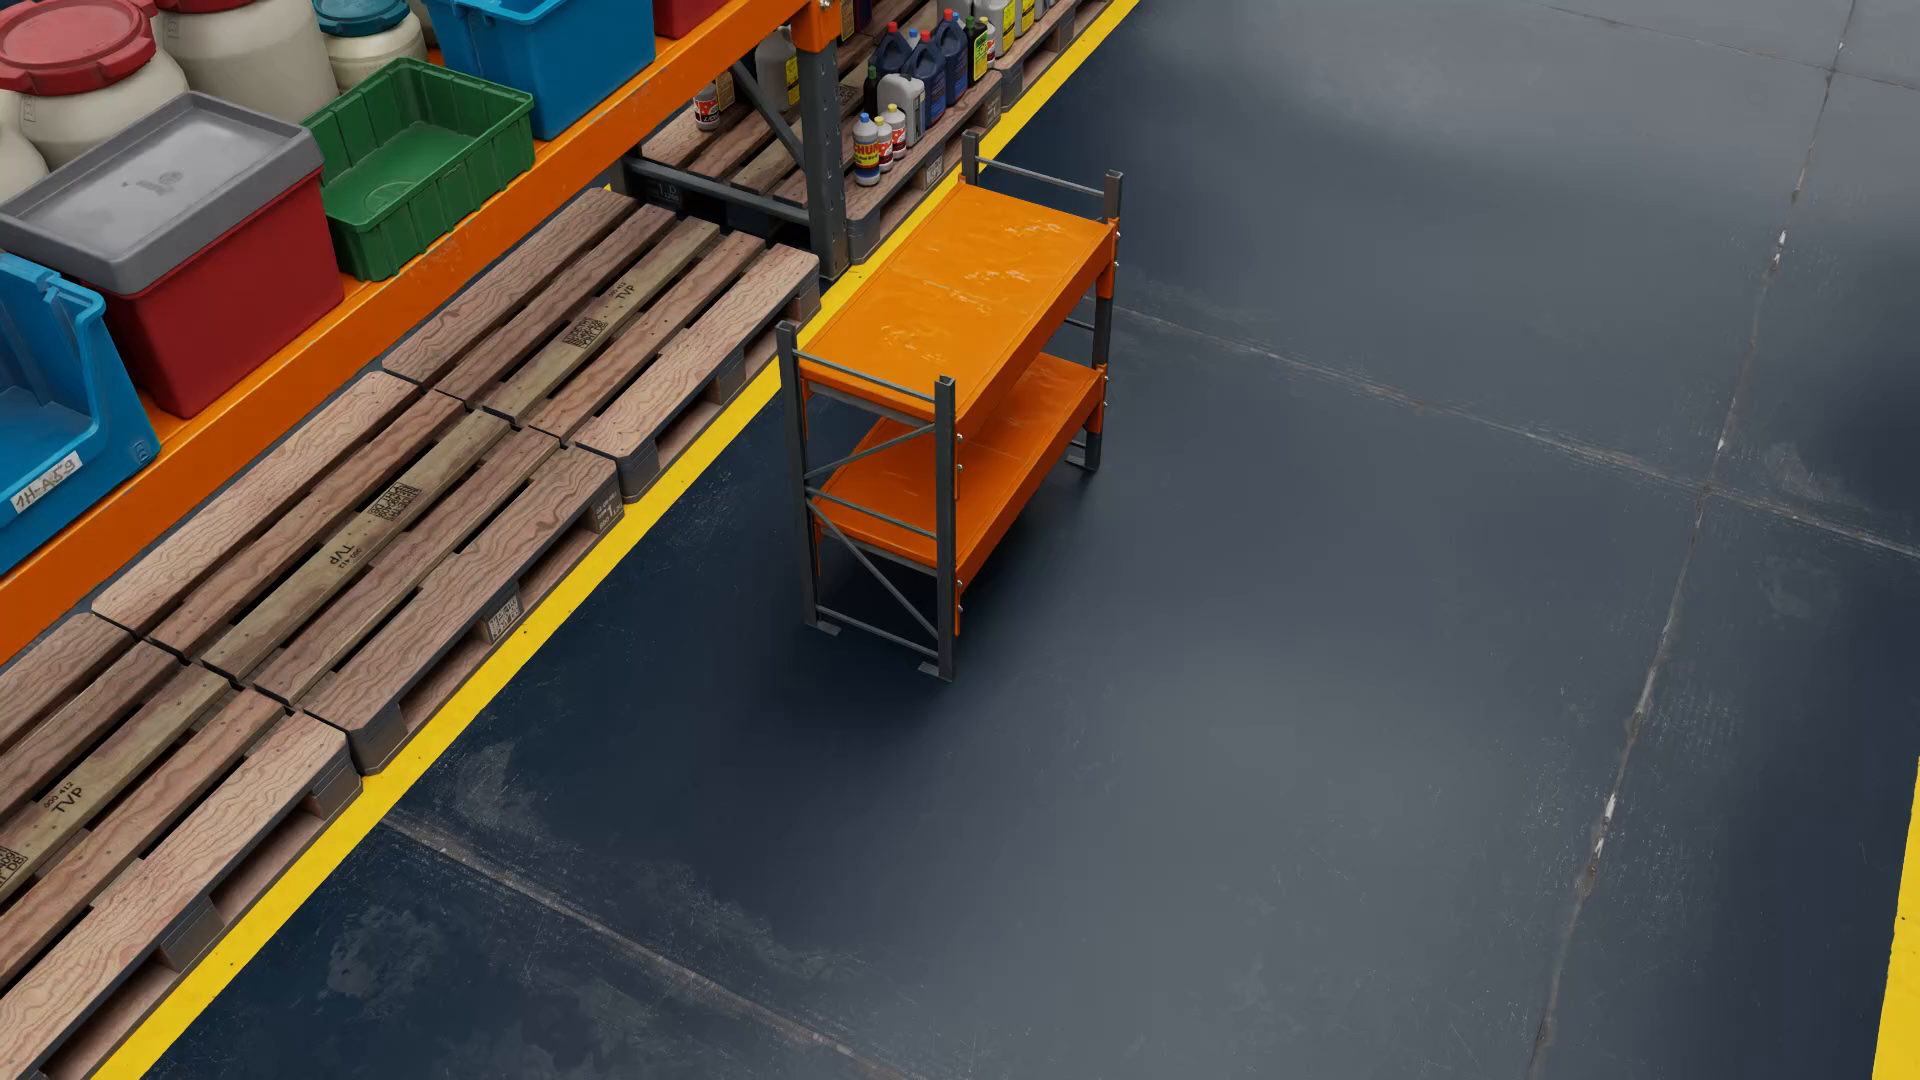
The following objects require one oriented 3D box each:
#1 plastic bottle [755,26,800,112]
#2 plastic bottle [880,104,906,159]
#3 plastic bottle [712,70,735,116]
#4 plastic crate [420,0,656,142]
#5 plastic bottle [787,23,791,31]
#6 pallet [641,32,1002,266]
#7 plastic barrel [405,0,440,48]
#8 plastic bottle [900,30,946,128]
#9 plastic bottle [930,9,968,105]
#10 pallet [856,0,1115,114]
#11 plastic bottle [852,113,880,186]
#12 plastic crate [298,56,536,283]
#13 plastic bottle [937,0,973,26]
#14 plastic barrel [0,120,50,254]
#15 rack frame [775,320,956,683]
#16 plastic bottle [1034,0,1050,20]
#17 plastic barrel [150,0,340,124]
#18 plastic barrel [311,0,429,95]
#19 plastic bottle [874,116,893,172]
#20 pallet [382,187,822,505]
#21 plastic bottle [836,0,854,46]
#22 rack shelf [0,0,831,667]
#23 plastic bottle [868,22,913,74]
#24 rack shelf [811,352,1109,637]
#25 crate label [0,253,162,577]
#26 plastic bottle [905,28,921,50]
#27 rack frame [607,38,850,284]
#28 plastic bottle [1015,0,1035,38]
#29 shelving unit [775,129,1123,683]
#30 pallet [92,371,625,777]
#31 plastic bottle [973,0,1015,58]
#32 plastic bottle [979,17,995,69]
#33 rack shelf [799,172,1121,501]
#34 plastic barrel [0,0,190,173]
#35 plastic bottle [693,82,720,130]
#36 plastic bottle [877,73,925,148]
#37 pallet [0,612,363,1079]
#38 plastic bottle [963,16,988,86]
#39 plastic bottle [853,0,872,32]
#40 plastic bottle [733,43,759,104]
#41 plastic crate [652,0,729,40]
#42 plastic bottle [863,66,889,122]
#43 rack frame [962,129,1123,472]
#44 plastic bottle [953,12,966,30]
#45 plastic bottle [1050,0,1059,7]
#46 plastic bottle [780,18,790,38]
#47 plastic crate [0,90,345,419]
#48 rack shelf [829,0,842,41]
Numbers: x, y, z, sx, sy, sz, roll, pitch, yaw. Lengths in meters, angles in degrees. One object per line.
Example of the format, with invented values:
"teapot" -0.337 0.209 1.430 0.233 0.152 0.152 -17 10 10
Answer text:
"plastic bottle" -0.715 -1.889 6.561 0.144 0.351 0.185 20 49 19
"plastic bottle" -0.256 -1.567 6.348 0.097 0.201 0.097 0 45 0
"plastic bottle" -0.955 -1.824 6.544 0.061 0.283 0.133 23 50 21
"plastic crate" -1.123 -1.408 4.544 0.392 0.384 0.575 20 49 19
"plastic bottle" -0.611 -1.998 6.721 0.152 0.276 0.135 20 49 19
"pallet" -0.537 -1.641 6.723 1.003 0.211 1.213 20 49 19
"plastic barrel" -1.525 -1.729 4.754 0.433 0.535 0.433 0 45 0
"plastic bottle" -0.144 -1.807 6.480 0.144 0.351 0.185 22 49 20
"plastic bottle" -0.056 -1.926 6.597 0.144 0.351 0.185 19 48 17
"pallet" 0.028 -2.412 7.486 1.003 0.211 1.213 20 49 19
"plastic bottle" -0.350 -1.463 6.196 0.097 0.271 0.097 0 45 0
"plastic crate" -1.445 -0.947 4.226 0.450 0.188 0.662 20 49 19
"plastic bottle" -0.002 -2.200 6.921 0.152 0.276 0.135 20 49 19
"plastic barrel" -2.259 -0.715 3.769 0.421 0.512 0.421 0 45 0
"rack frame" -0.239 -0.071 4.529 0.500 1.125 0.032 20 49 19
"plastic bottle" 0.301 -2.390 7.109 0.152 0.276 0.135 19 48 18
"plastic barrel" -1.865 -1.267 4.298 0.433 0.535 0.433 0 45 0
"plastic barrel" -1.636 -1.380 4.602 0.301 0.262 0.301 0 45 0
"plastic bottle" -0.303 -1.503 6.284 0.097 0.201 0.097 0 45 0
"pallet" -1.216 -0.724 5.817 1.003 0.211 1.213 20 49 19
"plastic bottle" -0.501 -2.219 6.935 0.061 0.283 0.133 20 49 19
"rack shelf" -1.815 -0.699 4.338 1.077 0.370 4.000 20 49 19
"plastic bottle" -0.272 -1.854 6.527 0.144 0.351 0.185 20 49 19
"rack shelf" -0.003 -0.219 5.020 0.538 0.278 1.000 20 49 19
"crate label" -2.042 -0.241 3.354 0.502 0.435 0.616 20 49 19
"plastic bottle" -0.184 -1.910 6.638 0.097 0.271 0.097 0 45 0
"rack frame" -0.886 -2.212 5.327 1.000 3.000 0.127 20 49 19
"plastic bottle" 0.227 -2.311 6.978 0.144 0.351 0.185 22 49 21
"shelving unit" -0.003 -0.391 4.846 0.538 1.125 1.048 20 49 19
"pallet" -1.782 0.047 5.055 1.003 0.211 1.213 20 49 19
"plastic bottle" 0.141 -2.193 6.862 0.144 0.351 0.185 20 49 19
"plastic bottle" 0.096 -2.044 6.819 0.097 0.201 0.097 0 45 0
"rack shelf" -0.003 -0.597 4.638 0.538 0.278 1.000 20 49 19
"plastic barrel" -2.066 -0.994 4.028 0.433 0.535 0.433 0 45 0
"plastic bottle" -0.994 -1.714 6.493 0.097 0.201 0.097 0 45 0
"plastic bottle" -0.224 -1.678 6.405 0.152 0.276 0.135 22 49 20
"pallet" -2.349 0.813 4.298 1.003 0.211 1.213 20 49 19
"plastic bottle" 0.057 -1.992 6.710 0.061 0.283 0.133 23 50 21
"plastic bottle" -0.430 -2.303 7.018 0.061 0.283 0.133 20 49 19
"plastic bottle" -0.842 -1.936 6.608 0.144 0.351 0.185 19 48 18
"plastic crate" -0.840 -1.828 4.903 0.402 0.464 0.583 20 49 19
"plastic bottle" -0.319 -1.715 6.437 0.061 0.283 0.133 20 49 19
"rack frame" 0.233 -0.711 5.162 0.500 1.125 0.032 20 49 19
"plastic bottle" -0.021 -2.003 6.729 0.097 0.271 0.097 0 45 0
"plastic bottle" 0.365 -2.477 7.195 0.152 0.276 0.135 21 49 19
"plastic bottle" -0.753 -2.057 6.727 0.144 0.351 0.185 18 48 17
"plastic crate" -1.722 -0.631 3.720 0.402 0.464 0.583 20 49 19
"rack shelf" 0.042 -3.219 6.828 1.077 0.370 4.000 20 49 19
